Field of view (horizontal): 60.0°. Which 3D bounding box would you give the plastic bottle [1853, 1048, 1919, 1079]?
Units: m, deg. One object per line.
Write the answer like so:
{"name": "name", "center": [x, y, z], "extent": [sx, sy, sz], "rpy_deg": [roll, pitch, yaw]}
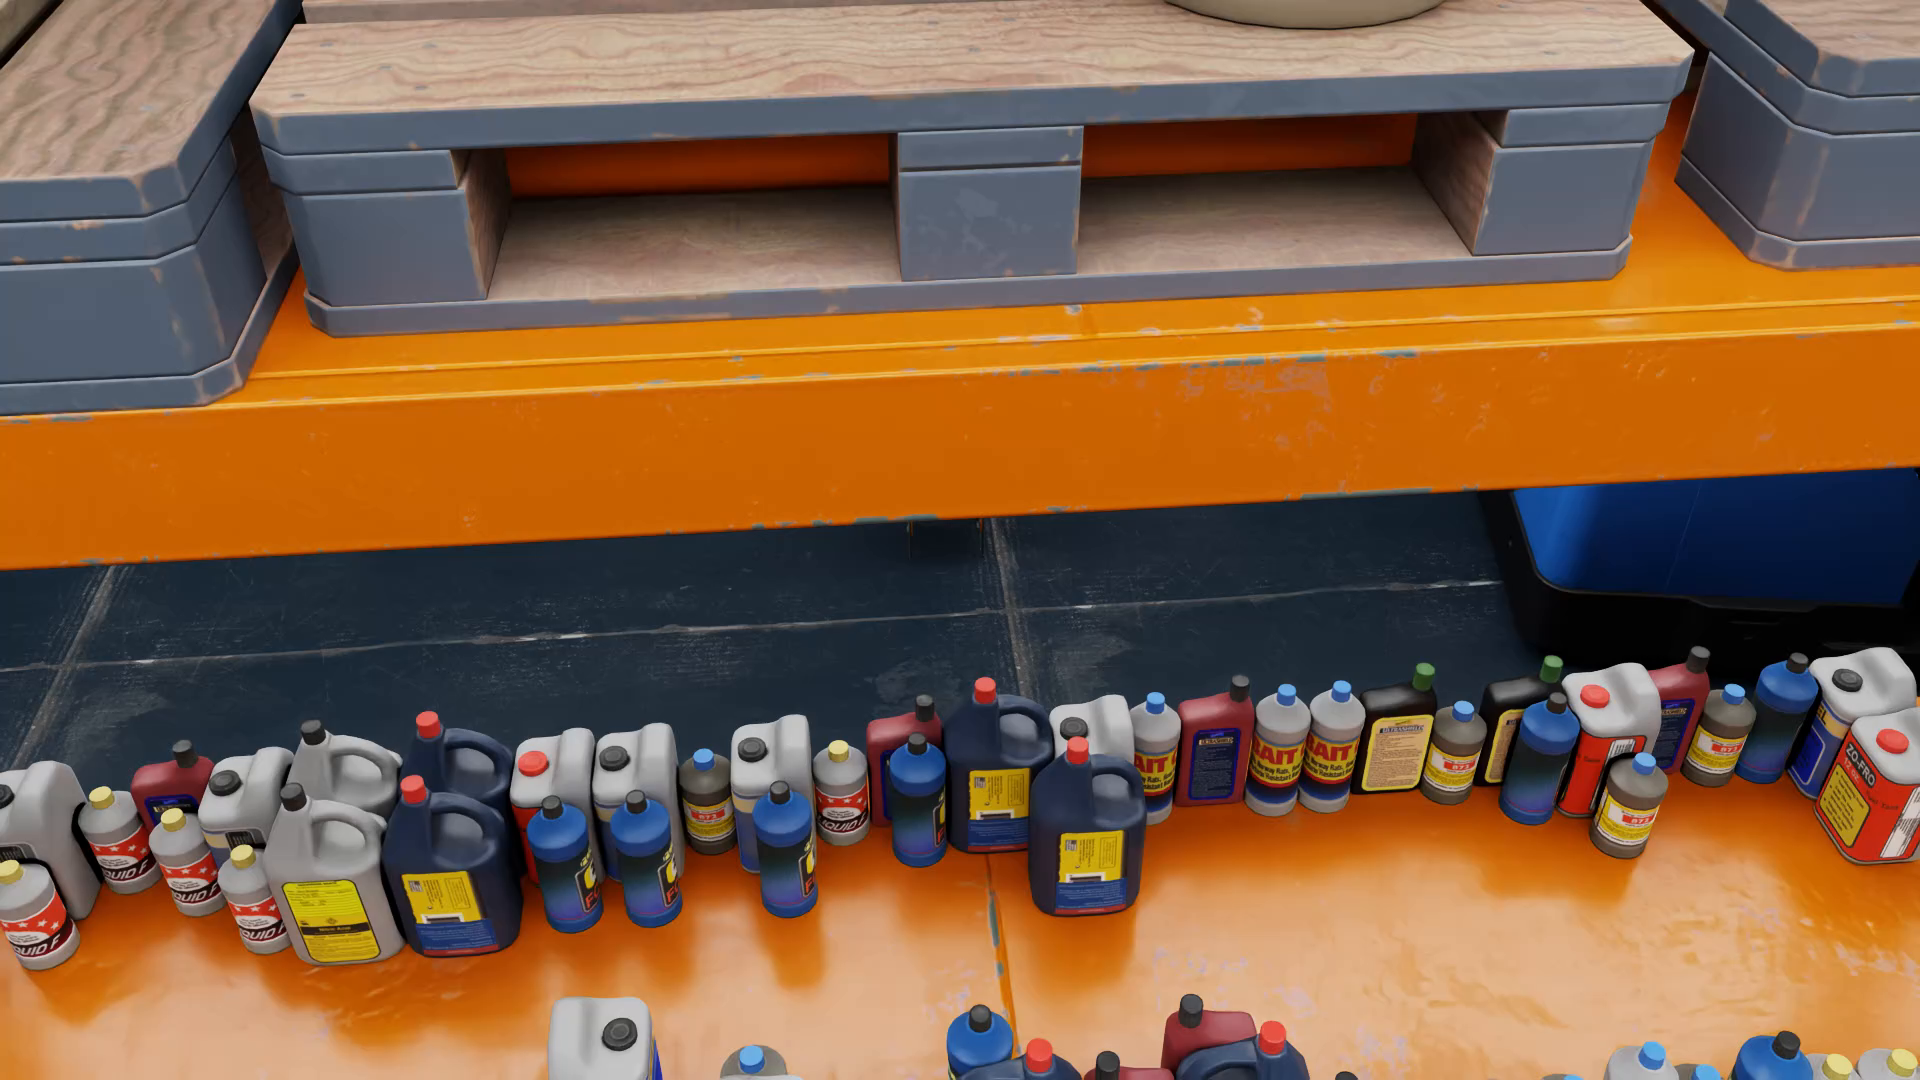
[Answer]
{"name": "plastic bottle", "center": [1.354, 0.823, 2.446], "extent": [0.097, 0.201, 0.097], "rpy_deg": [0, 38, 0]}

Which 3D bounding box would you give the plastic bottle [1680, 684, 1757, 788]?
{"name": "plastic bottle", "center": [1.391, 0.349, 3.047], "extent": [0.097, 0.201, 0.097], "rpy_deg": [0, 38, 0]}

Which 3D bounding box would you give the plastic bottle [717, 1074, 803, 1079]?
{"name": "plastic bottle", "center": [-0.270, 0.866, 2.331], "extent": [0.135, 0.276, 0.152], "rpy_deg": [-3, 38, -4]}

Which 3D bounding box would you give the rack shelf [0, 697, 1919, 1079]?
{"name": "rack shelf", "center": [0.074, 0.844, 2.840], "extent": [4.000, 0.370, 1.077], "rpy_deg": [-3, 38, -4]}

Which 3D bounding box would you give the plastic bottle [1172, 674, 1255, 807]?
{"name": "plastic bottle", "center": [0.451, 0.357, 2.970], "extent": [0.133, 0.283, 0.061], "rpy_deg": [-3, 38, -4]}

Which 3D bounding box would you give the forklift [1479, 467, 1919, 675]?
{"name": "forklift", "center": [3.312, -1.006, 4.659], "extent": [3.031, 2.935, 1.130], "rpy_deg": [3, 38, 3]}

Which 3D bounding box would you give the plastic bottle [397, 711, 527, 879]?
{"name": "plastic bottle", "center": [-0.848, 0.428, 2.826], "extent": [0.185, 0.351, 0.144], "rpy_deg": [-3, 38, -4]}

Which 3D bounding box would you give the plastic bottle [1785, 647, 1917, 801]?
{"name": "plastic bottle", "center": [1.606, 0.325, 3.017], "extent": [0.135, 0.276, 0.152], "rpy_deg": [-3, 38, -4]}

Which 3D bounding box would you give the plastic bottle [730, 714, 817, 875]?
{"name": "plastic bottle", "center": [-0.323, 0.431, 2.883], "extent": [0.135, 0.276, 0.152], "rpy_deg": [-3, 38, -4]}

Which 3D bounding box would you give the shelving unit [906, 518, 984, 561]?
{"name": "shelving unit", "center": [-0.053, -0.409, 5.421], "extent": [0.252, 1.050, 0.215], "rpy_deg": [-3, 38, -4]}

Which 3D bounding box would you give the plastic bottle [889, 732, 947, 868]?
{"name": "plastic bottle", "center": [-0.072, 0.440, 2.875], "extent": [0.097, 0.271, 0.097], "rpy_deg": [0, 38, 0]}

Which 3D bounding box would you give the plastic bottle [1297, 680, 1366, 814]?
{"name": "plastic bottle", "center": [0.665, 0.361, 2.975], "extent": [0.097, 0.271, 0.097], "rpy_deg": [0, 38, 0]}

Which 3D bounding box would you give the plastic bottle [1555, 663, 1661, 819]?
{"name": "plastic bottle", "center": [1.145, 0.350, 2.985], "extent": [0.135, 0.276, 0.152], "rpy_deg": [-3, 38, -4]}

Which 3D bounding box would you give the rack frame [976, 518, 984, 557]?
{"name": "rack frame", "center": [0.068, -0.416, 5.430], "extent": [0.008, 1.050, 0.200], "rpy_deg": [-3, 38, -4]}

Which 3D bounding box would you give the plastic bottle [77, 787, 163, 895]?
{"name": "plastic bottle", "center": [-1.441, 0.505, 2.849], "extent": [0.097, 0.201, 0.097], "rpy_deg": [0, 38, 0]}

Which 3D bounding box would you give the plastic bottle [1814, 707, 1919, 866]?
{"name": "plastic bottle", "center": [1.620, 0.418, 2.898], "extent": [0.135, 0.276, 0.152], "rpy_deg": [-3, 38, -4]}

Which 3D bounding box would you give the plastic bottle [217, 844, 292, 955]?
{"name": "plastic bottle", "center": [-1.161, 0.584, 2.749], "extent": [0.097, 0.201, 0.097], "rpy_deg": [0, 38, 0]}

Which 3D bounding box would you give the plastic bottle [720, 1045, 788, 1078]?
{"name": "plastic bottle", "center": [-0.300, 0.819, 2.451], "extent": [0.097, 0.201, 0.097], "rpy_deg": [0, 38, 0]}

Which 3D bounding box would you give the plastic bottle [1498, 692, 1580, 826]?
{"name": "plastic bottle", "center": [1.033, 0.379, 2.952], "extent": [0.097, 0.271, 0.097], "rpy_deg": [0, 38, 0]}

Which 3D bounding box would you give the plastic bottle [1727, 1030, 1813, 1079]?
{"name": "plastic bottle", "center": [1.160, 0.806, 2.411], "extent": [0.097, 0.271, 0.097], "rpy_deg": [0, 38, 0]}

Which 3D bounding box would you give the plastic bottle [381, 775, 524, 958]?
{"name": "plastic bottle", "center": [-0.835, 0.517, 2.713], "extent": [0.185, 0.351, 0.144], "rpy_deg": [-3, 38, -4]}

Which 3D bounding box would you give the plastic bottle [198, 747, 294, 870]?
{"name": "plastic bottle", "center": [-1.191, 0.479, 2.822], "extent": [0.135, 0.276, 0.152], "rpy_deg": [-3, 38, -4]}

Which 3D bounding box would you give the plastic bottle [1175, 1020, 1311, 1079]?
{"name": "plastic bottle", "center": [0.400, 0.802, 2.352], "extent": [0.185, 0.351, 0.144], "rpy_deg": [-3, 38, -4]}

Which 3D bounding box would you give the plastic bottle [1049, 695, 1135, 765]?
{"name": "plastic bottle", "center": [0.225, 0.401, 2.921], "extent": [0.135, 0.276, 0.152], "rpy_deg": [-3, 38, -4]}

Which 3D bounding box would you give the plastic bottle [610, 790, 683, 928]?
{"name": "plastic bottle", "center": [-0.525, 0.521, 2.772], "extent": [0.097, 0.271, 0.097], "rpy_deg": [0, 38, 0]}

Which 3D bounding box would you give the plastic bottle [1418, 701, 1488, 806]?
{"name": "plastic bottle", "center": [0.895, 0.376, 3.012], "extent": [0.097, 0.201, 0.097], "rpy_deg": [0, 38, 0]}

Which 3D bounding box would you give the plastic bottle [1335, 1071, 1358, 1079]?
{"name": "plastic bottle", "center": [0.562, 0.845, 2.351], "extent": [0.133, 0.283, 0.061], "rpy_deg": [-3, 38, -4]}

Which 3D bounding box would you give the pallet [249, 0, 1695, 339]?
{"name": "pallet", "center": [-0.017, -0.600, 1.819], "extent": [1.213, 0.211, 1.003], "rpy_deg": [-3, 38, -4]}

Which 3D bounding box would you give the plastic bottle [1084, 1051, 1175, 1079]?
{"name": "plastic bottle", "center": [0.240, 0.825, 2.377], "extent": [0.133, 0.283, 0.061], "rpy_deg": [-3, 38, -4]}

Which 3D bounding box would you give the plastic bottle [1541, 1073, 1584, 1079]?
{"name": "plastic bottle", "center": [0.870, 0.849, 2.412], "extent": [0.097, 0.201, 0.097], "rpy_deg": [0, 38, 0]}

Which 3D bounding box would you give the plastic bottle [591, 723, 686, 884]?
{"name": "plastic bottle", "center": [-0.554, 0.444, 2.866], "extent": [0.135, 0.276, 0.152], "rpy_deg": [-3, 38, -4]}

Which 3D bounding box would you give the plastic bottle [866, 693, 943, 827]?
{"name": "plastic bottle", "center": [-0.097, 0.387, 2.932], "extent": [0.133, 0.283, 0.061], "rpy_deg": [-3, 38, -4]}

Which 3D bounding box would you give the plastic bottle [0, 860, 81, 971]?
{"name": "plastic bottle", "center": [-1.525, 0.604, 2.723], "extent": [0.097, 0.201, 0.097], "rpy_deg": [0, 38, 0]}
